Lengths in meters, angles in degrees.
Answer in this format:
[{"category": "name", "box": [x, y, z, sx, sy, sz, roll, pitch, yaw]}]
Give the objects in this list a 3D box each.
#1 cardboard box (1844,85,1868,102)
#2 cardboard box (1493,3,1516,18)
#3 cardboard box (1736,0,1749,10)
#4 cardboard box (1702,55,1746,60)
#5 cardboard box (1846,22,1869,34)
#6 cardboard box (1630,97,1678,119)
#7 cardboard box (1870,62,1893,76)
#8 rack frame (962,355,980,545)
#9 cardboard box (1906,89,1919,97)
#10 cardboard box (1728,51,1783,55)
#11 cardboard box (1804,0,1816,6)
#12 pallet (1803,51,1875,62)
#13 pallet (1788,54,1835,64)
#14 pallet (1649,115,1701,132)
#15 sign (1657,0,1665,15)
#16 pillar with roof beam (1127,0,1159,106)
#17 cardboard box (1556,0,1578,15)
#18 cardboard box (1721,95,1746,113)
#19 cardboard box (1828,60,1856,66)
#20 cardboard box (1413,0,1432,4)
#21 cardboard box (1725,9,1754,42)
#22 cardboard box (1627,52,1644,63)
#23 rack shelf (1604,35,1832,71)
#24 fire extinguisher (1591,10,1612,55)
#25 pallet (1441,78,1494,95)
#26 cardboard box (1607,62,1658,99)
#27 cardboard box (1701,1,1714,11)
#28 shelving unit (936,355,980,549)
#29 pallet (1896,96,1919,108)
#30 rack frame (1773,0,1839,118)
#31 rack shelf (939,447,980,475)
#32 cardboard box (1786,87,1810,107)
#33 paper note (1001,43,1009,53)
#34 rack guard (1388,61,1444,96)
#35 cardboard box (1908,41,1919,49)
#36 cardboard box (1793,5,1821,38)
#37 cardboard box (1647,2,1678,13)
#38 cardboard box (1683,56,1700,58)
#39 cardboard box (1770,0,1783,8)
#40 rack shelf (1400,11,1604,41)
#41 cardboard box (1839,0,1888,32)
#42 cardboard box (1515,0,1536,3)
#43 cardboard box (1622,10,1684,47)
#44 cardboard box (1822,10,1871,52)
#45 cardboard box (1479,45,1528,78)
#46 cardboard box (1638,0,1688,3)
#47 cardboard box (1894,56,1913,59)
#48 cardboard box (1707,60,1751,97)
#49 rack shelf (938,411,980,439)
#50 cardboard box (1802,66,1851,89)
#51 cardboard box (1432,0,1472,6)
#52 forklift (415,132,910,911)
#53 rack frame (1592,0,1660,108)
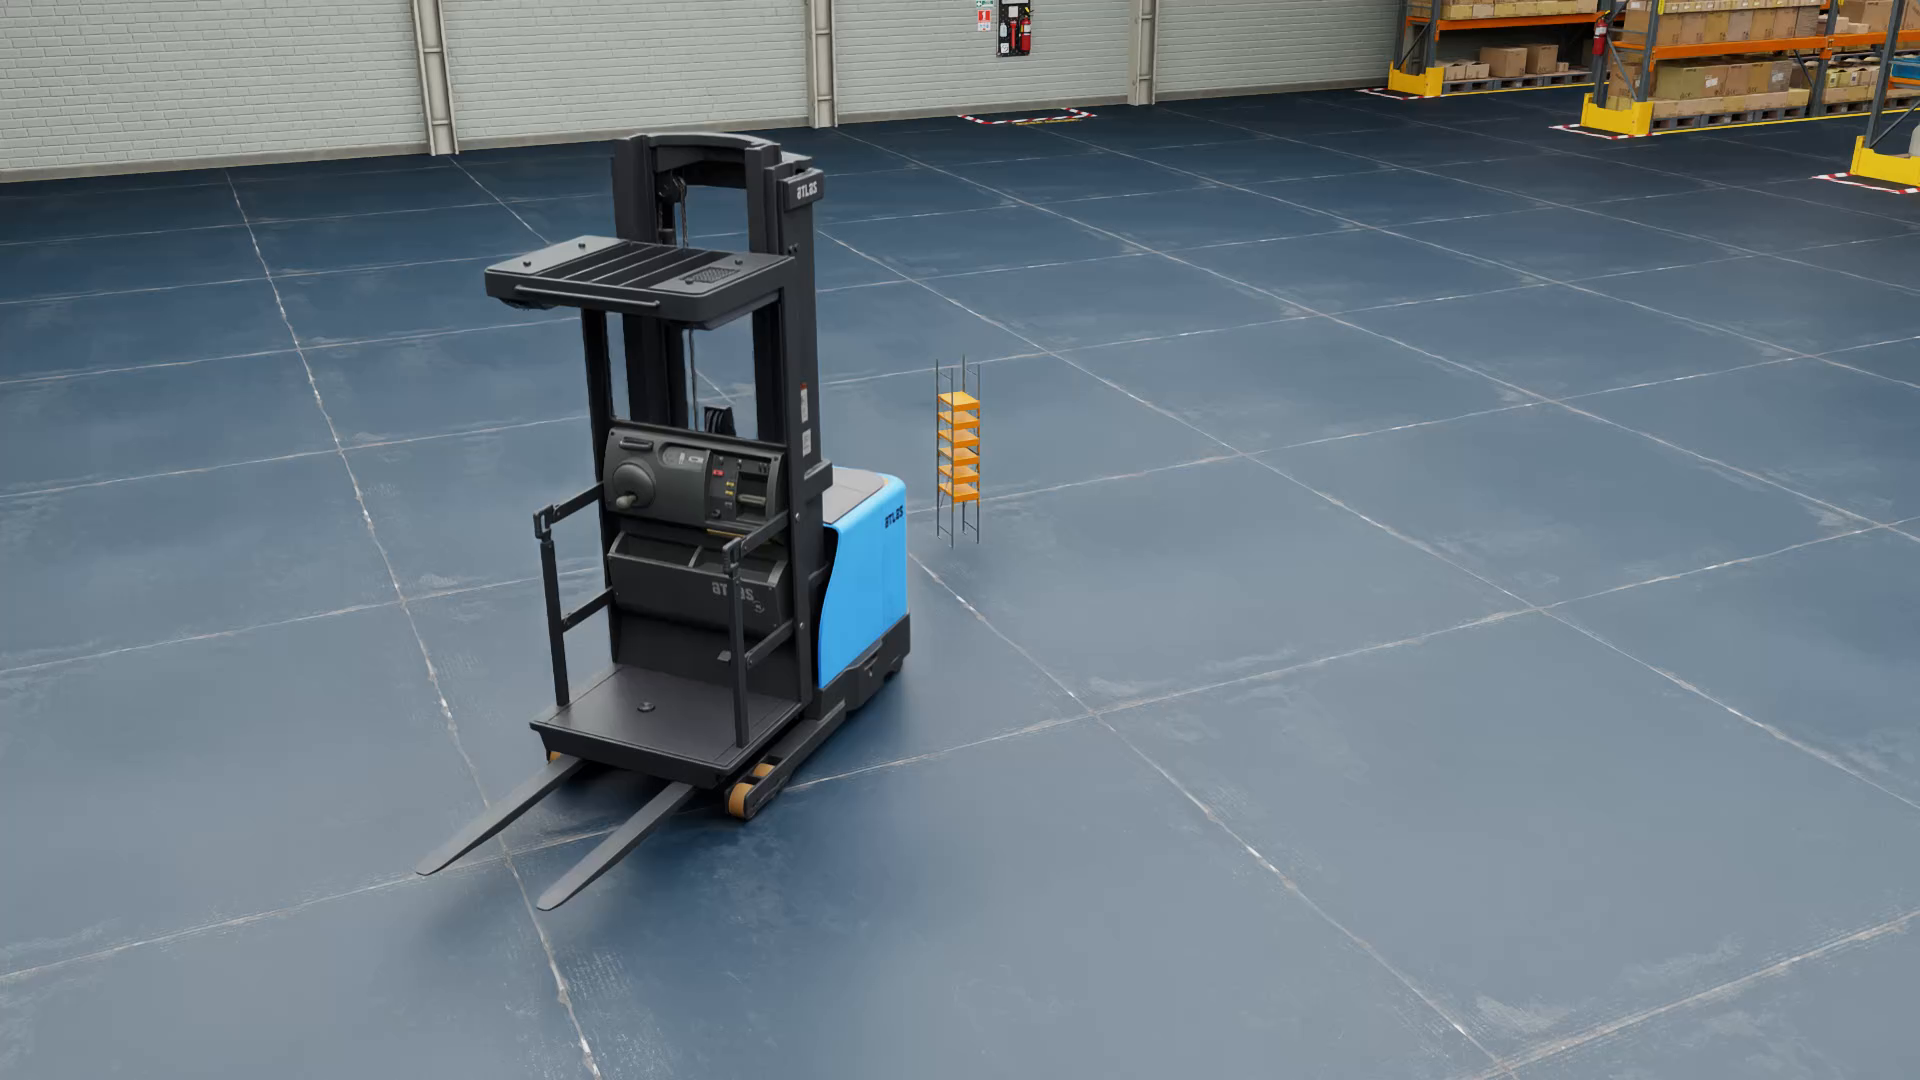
[{"category": "cardboard box", "box": [15.028, -7.615, 28.270, 0.500, 0.250, 0.500, -10, 24, -22]}, {"category": "cardboard box", "box": [9.840, -9.754, 30.561, 0.500, 0.250, 0.500, -11, 25, -24]}, {"category": "cardboard box", "box": [12.324, -8.553, 26.513, 0.250, 0.149, 0.380, -10, 25, -23]}, {"category": "cardboard box", "box": [12.641, -7.761, 27.642, 0.500, 0.500, 0.500, -10, 25, -24]}, {"category": "cardboard box", "box": [14.983, -8.586, 27.899, 0.250, 0.149, 0.380, -10, 25, -24]}, {"category": "cardboard box", "box": [11.071, -6.898, 26.538, 0.500, 0.250, 0.500, -10, 25, -24]}, {"category": "cardboard box", "box": [15.961, -8.046, 28.579, 0.500, 0.311, 0.500, -10, 24, -22]}, {"category": "rack frame", "box": [0.069, -0.567, 10.551, 0.006, 1.200, 0.240, -10, 25, -24]}, {"category": "cardboard box", "box": [16.414, -7.872, 28.892, 0.500, 0.250, 0.500, -10, 24, -22]}, {"category": "cardboard box", "box": [16.268, -10.273, 33.908, 0.750, 0.750, 0.750, -11, 25, -24]}, {"category": "cardboard box", "box": [13.720, -8.812, 27.138, 0.250, 0.149, 0.380, -11, 25, -25]}, {"category": "pallet", "box": [18.490, -10.217, 35.156, 1.213, 0.211, 1.003, -10, 25, -24]}, {"category": "pallet", "box": [17.389, -10.013, 34.663, 1.213, 0.211, 1.003, -10, 25, -24]}, {"category": "pallet", "box": [11.162, -6.815, 26.937, 1.213, 0.211, 1.003, -10, 25, -24]}, {"category": "sign", "box": [10.727, -8.206, 25.418, 0.005, 0.325, 0.100, -10, 25, -24]}, {"category": "pillar with roof beam", "box": [5.056, -10.376, 24.050, 0.400, 9.000, 9.100, -10, 25, -24]}, {"category": "cardboard box", "box": [11.196, -10.009, 31.178, 0.500, 0.250, 0.500, -10, 25, -23]}, {"category": "cardboard box", "box": [12.423, -7.146, 27.138, 0.500, 0.250, 0.500, -10, 25, -24]}, {"category": "cardboard box", "box": [15.253, -8.145, 28.817, 0.500, 0.311, 0.500, -11, 25, -24]}, {"category": "cardboard box", "box": [8.672, -10.106, 30.433, 0.500, 0.500, 0.500, -11, 25, -24]}, {"category": "cardboard box", "box": [12.311, -8.339, 26.843, 0.500, 0.500, 0.700, -10, 24, -22]}, {"category": "cardboard box", "box": [13.044, -9.611, 32.740, 0.500, 0.500, 0.700, -11, 25, -25]}, {"category": "rack shelf", "box": [12.294, -7.961, 27.002, 4.000, 0.370, 1.077, -10, 25, -24]}, {"category": "fire extinguisher", "box": [10.184, -8.067, 26.417, 0.183, 0.674, 0.296, -10, 25, -24]}, {"category": "pallet", "box": [9.156, -8.515, 31.045, 1.213, 0.211, 1.003, -10, 25, -24]}, {"category": "cardboard box", "box": [10.846, -7.424, 26.828, 0.500, 0.500, 0.500, -10, 25, -24]}, {"category": "cardboard box", "box": [11.629, -8.426, 26.204, 0.250, 0.149, 0.380, -11, 25, -24]}, {"category": "shelving unit", "box": [-0.013, -0.552, 10.515, 0.189, 1.200, 0.258, -10, 25, -24]}, {"category": "pallet", "box": [16.941, -7.877, 29.505, 1.213, 0.211, 1.003, -10, 25, -24]}, {"category": "rack frame", "box": [14.096, -8.626, 27.666, 0.127, 3.000, 1.000, -10, 25, -24]}, {"category": "rack shelf", "box": [-0.013, -0.511, 10.532, 0.180, 0.103, 0.258, -10, 25, -24]}, {"category": "cardboard box", "box": [13.773, -7.397, 27.743, 0.500, 0.250, 0.500, -10, 25, -24]}, {"category": "paper note", "box": [0.756, -8.278, 27.978, 0.142, 0.148, 0.016, -10, 25, -24]}, {"category": "rack guard", "box": [8.408, -8.526, 30.694, 0.348, 0.500, 1.175, -10, 25, -24]}, {"category": "cardboard box", "box": [20.325, -10.869, 35.805, 0.500, 0.500, 0.700, -11, 25, -24]}, {"category": "cardboard box", "box": [13.699, -8.596, 27.463, 0.500, 0.500, 0.700, -11, 25, -25]}, {"category": "cardboard box", "box": [10.938, -8.299, 25.898, 0.250, 0.149, 0.380, -11, 25, -24]}, {"category": "cardboard box", "box": [14.407, -9.861, 33.344, 0.500, 0.500, 0.700, -10, 25, -24]}, {"category": "cardboard box", "box": [13.026, -8.684, 26.829, 0.250, 0.149, 0.380, -11, 25, -24]}, {"category": "rack shelf", "box": [10.142, -9.668, 31.125, 4.000, 0.370, 1.077, -10, 25, -24]}, {"category": "cardboard box", "box": [15.269, -8.881, 28.152, 0.500, 0.500, 0.500, -9, 24, -20]}, {"category": "cardboard box", "box": [10.278, -10.182, 30.616, 0.500, 0.500, 0.500, -10, 24, -22]}, {"category": "cardboard box", "box": [10.918, -8.081, 26.220, 0.500, 0.500, 0.700, -10, 25, -24]}, {"category": "cardboard box", "box": [18.623, -10.707, 34.956, 0.750, 0.750, 0.750, -10, 25, -23]}, {"category": "cardboard box", "box": [10.199, -9.000, 31.263, 0.500, 0.500, 0.700, -12, 25, -27]}, {"category": "cardboard box", "box": [10.965, -8.689, 25.993, 0.500, 0.500, 0.700, -10, 25, -23]}, {"category": "cardboard box", "box": [16.631, -8.396, 29.424, 0.500, 0.311, 0.500, -11, 25, -25]}, {"category": "cardboard box", "box": [12.424, -7.492, 26.993, 0.500, 0.500, 0.500, -10, 25, -24]}, {"category": "rack shelf", "box": [-0.013, -0.733, 10.440, 0.180, 0.103, 0.258, -10, 25, -24]}, {"category": "cardboard box", "box": [14.576, -7.791, 27.962, 0.500, 0.311, 0.500, -10, 25, -23]}, {"category": "cardboard box", "box": [8.900, -9.931, 30.008, 0.500, 0.500, 0.500, -10, 25, -24]}, {"category": "forklift", "box": [-1.331, -0.257, 7.537, 1.130, 2.935, 3.031, 10, 24, 22]}, {"category": "rack frame", "box": [10.491, -7.962, 26.063, 0.127, 3.000, 1.000, -10, 25, -24]}]
